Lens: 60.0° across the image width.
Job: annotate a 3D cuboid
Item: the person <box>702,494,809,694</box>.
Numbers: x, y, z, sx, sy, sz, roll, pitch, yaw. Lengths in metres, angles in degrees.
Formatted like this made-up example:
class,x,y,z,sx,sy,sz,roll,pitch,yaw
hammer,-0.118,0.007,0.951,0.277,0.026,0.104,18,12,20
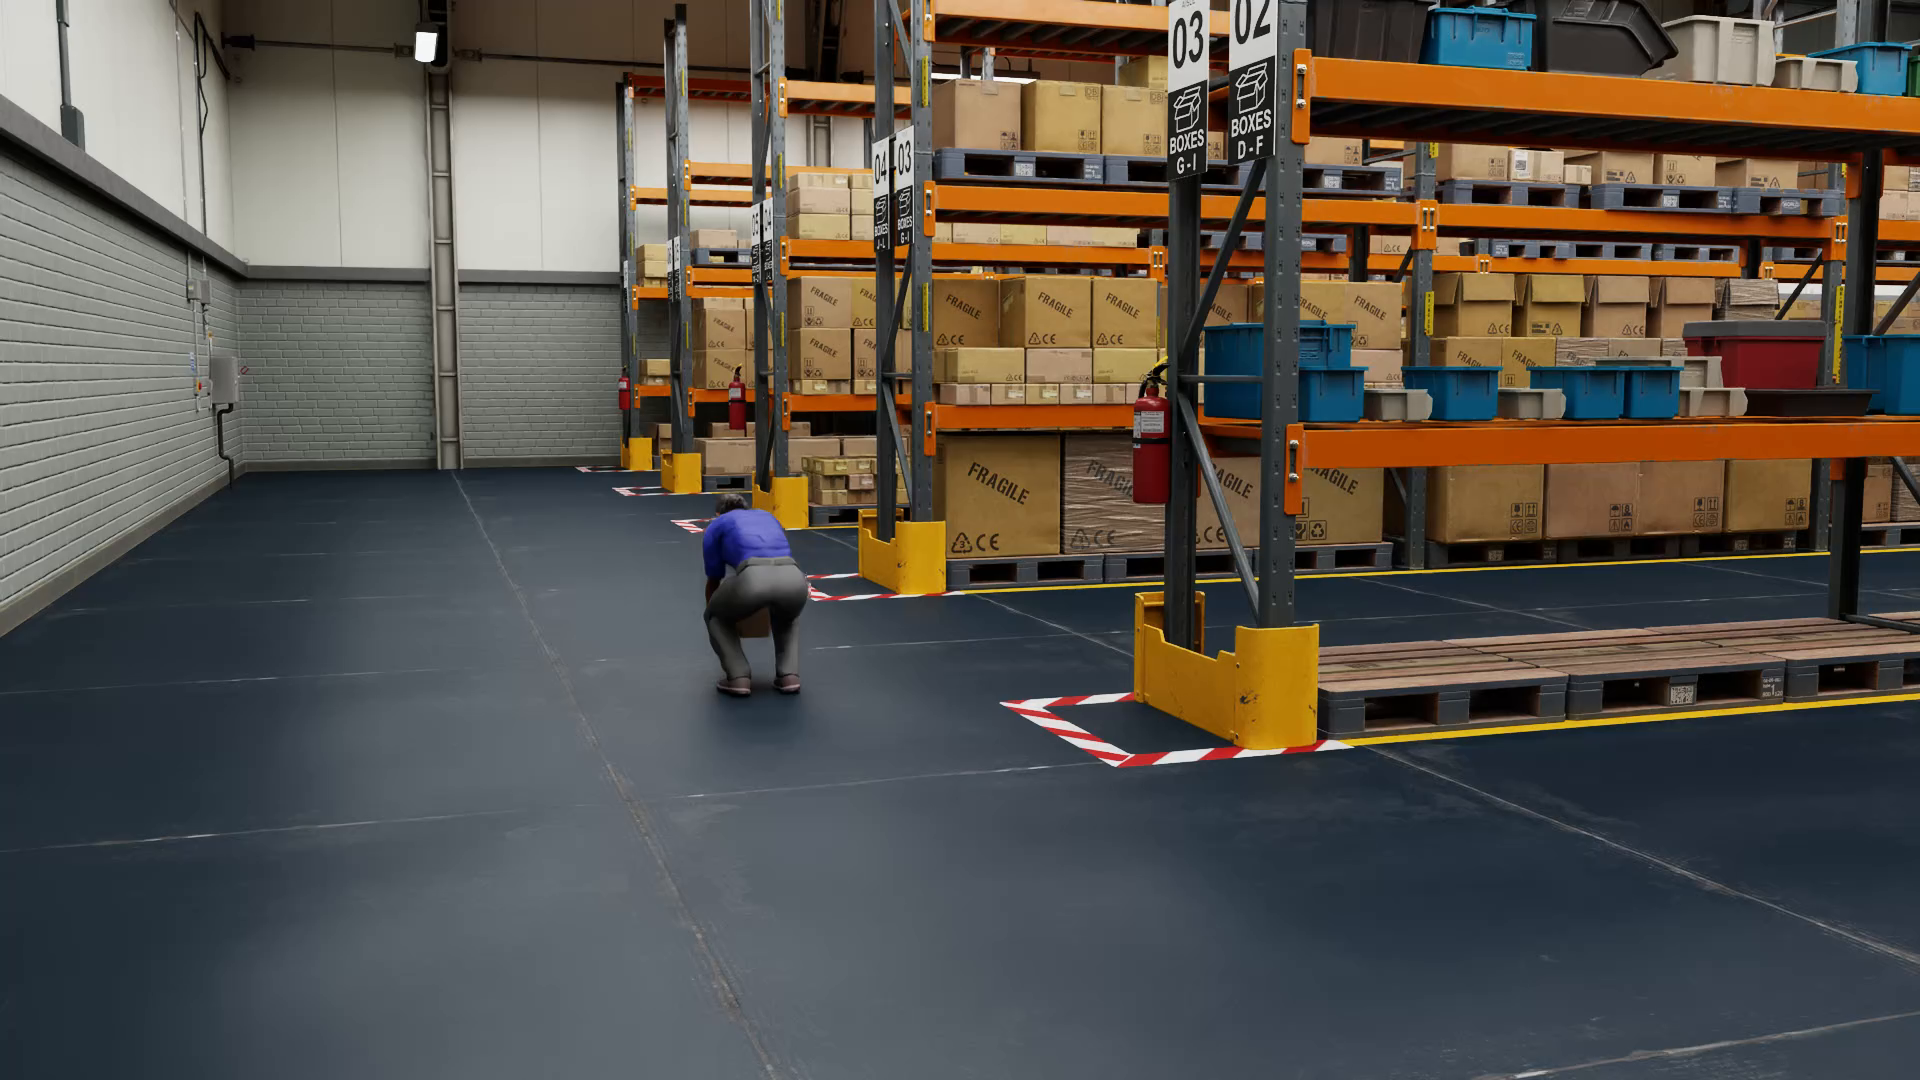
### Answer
class,x,y,z,sx,sy,sz,roll,pitch,yaw
person,-1.022,0.258,8.169,0.462,0.936,0.862,-2,6,-20
